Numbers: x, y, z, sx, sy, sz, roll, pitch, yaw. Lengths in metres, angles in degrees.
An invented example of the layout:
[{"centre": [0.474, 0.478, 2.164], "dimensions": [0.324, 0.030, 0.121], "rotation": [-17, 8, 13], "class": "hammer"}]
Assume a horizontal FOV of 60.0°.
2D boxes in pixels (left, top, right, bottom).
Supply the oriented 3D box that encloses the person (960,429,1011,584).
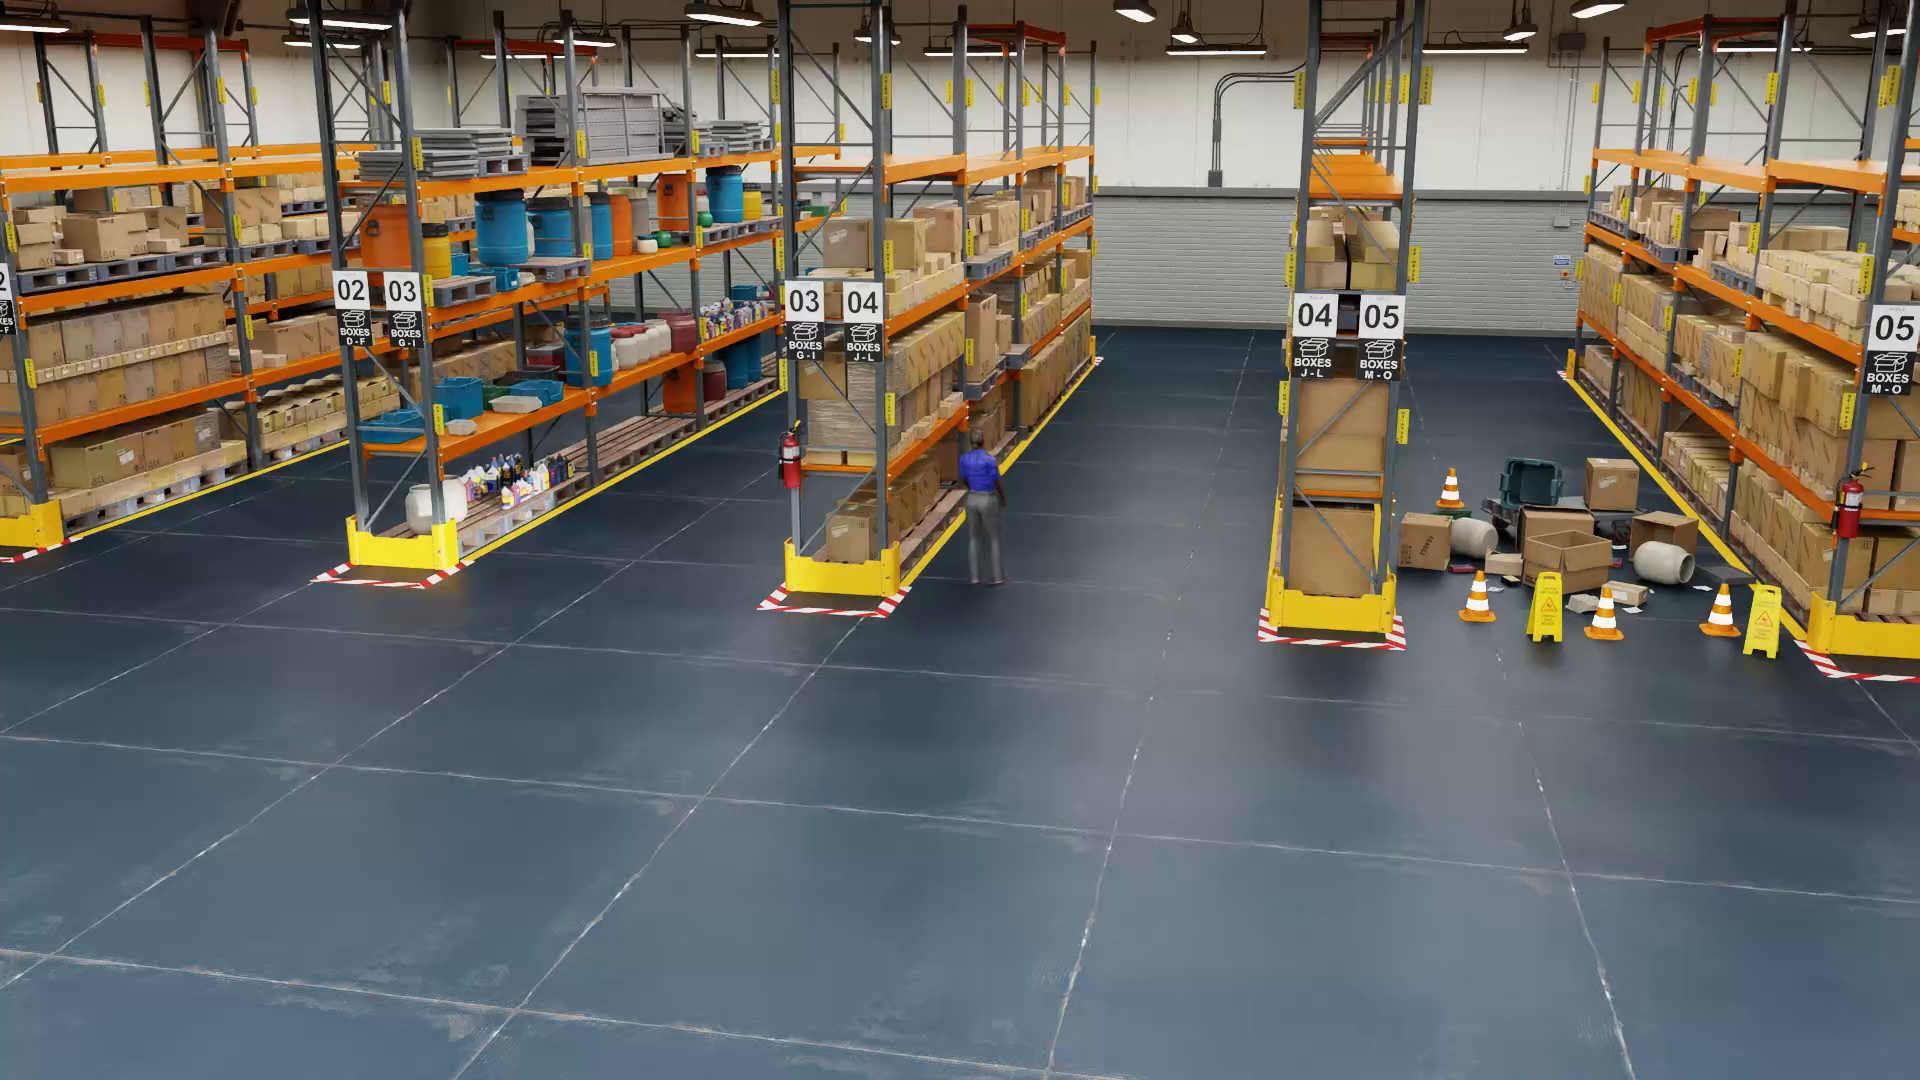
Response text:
[{"centre": [0.255, -0.366, 17.394], "dimensions": [0.482, 1.656, 0.470], "rotation": [8, 17, 27], "class": "person"}]
